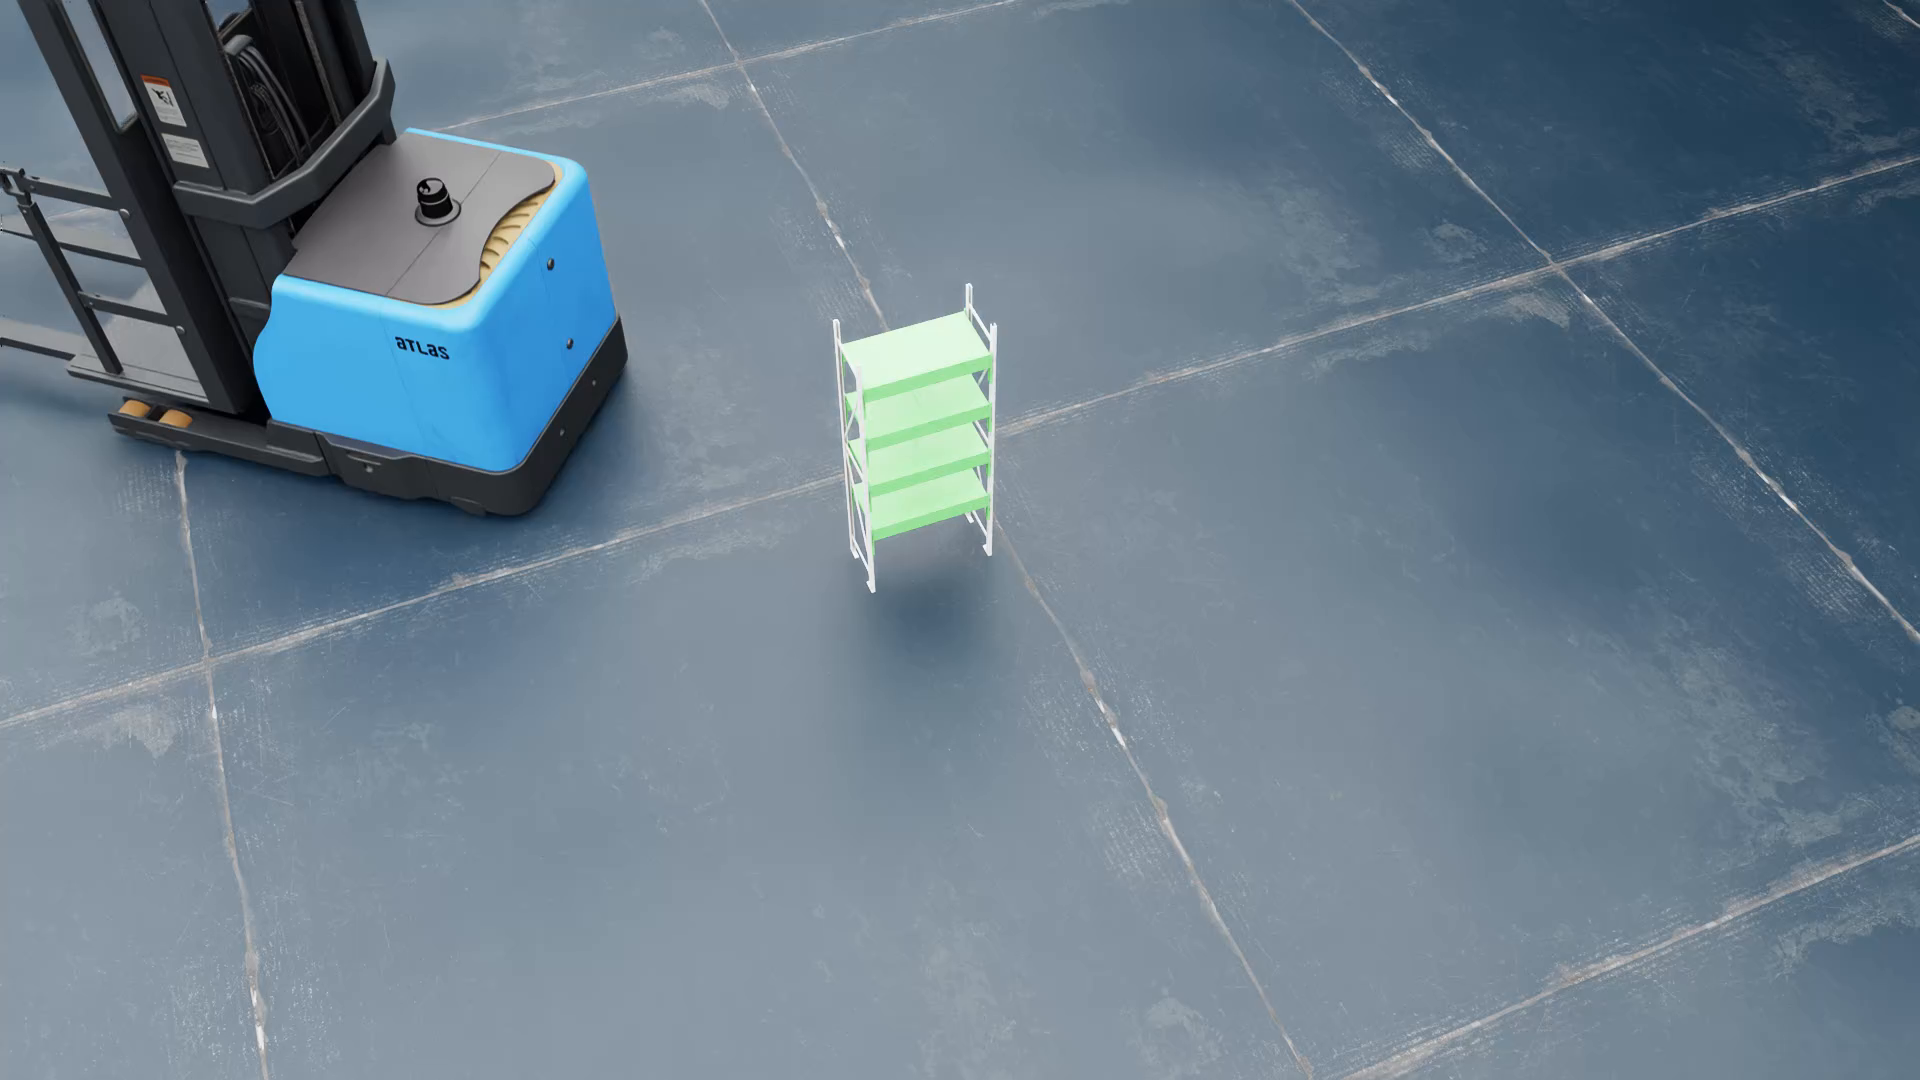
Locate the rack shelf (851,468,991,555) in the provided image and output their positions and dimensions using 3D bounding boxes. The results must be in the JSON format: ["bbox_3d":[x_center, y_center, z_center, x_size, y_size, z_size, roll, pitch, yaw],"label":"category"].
[{"bbox_3d":[-0.153,-0.145,6.325,0.480,0.148,0.258,-17,52,-14],"label":"rack shelf"}]

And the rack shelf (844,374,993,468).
[{"bbox_3d":[-0.153,-0.458,5.961,0.480,0.148,0.258,-17,52,-14],"label":"rack shelf"}]

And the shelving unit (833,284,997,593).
[{"bbox_3d":[-0.153,-0.343,6.095,0.503,1.200,0.258,-17,52,-14],"label":"shelving unit"}]

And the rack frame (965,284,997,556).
[{"bbox_3d":[0.073,-0.413,6.155,0.015,1.200,0.240,-17,52,-14],"label":"rack frame"}]

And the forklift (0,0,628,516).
[{"bbox_3d":[-3.007,-1.702,6.120,3.031,2.935,1.130,13,51,11],"label":"forklift"}]

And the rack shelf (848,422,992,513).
[{"bbox_3d":[-0.153,-0.302,6.143,0.480,0.148,0.258,-17,52,-14],"label":"rack shelf"}]

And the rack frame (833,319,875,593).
[{"bbox_3d":[-0.379,-0.273,6.035,0.015,1.200,0.240,-17,52,-14],"label":"rack frame"}]

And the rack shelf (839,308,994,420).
[{"bbox_3d":[-0.153,-0.615,5.779,0.480,0.148,0.258,-17,52,-14],"label":"rack shelf"}]
